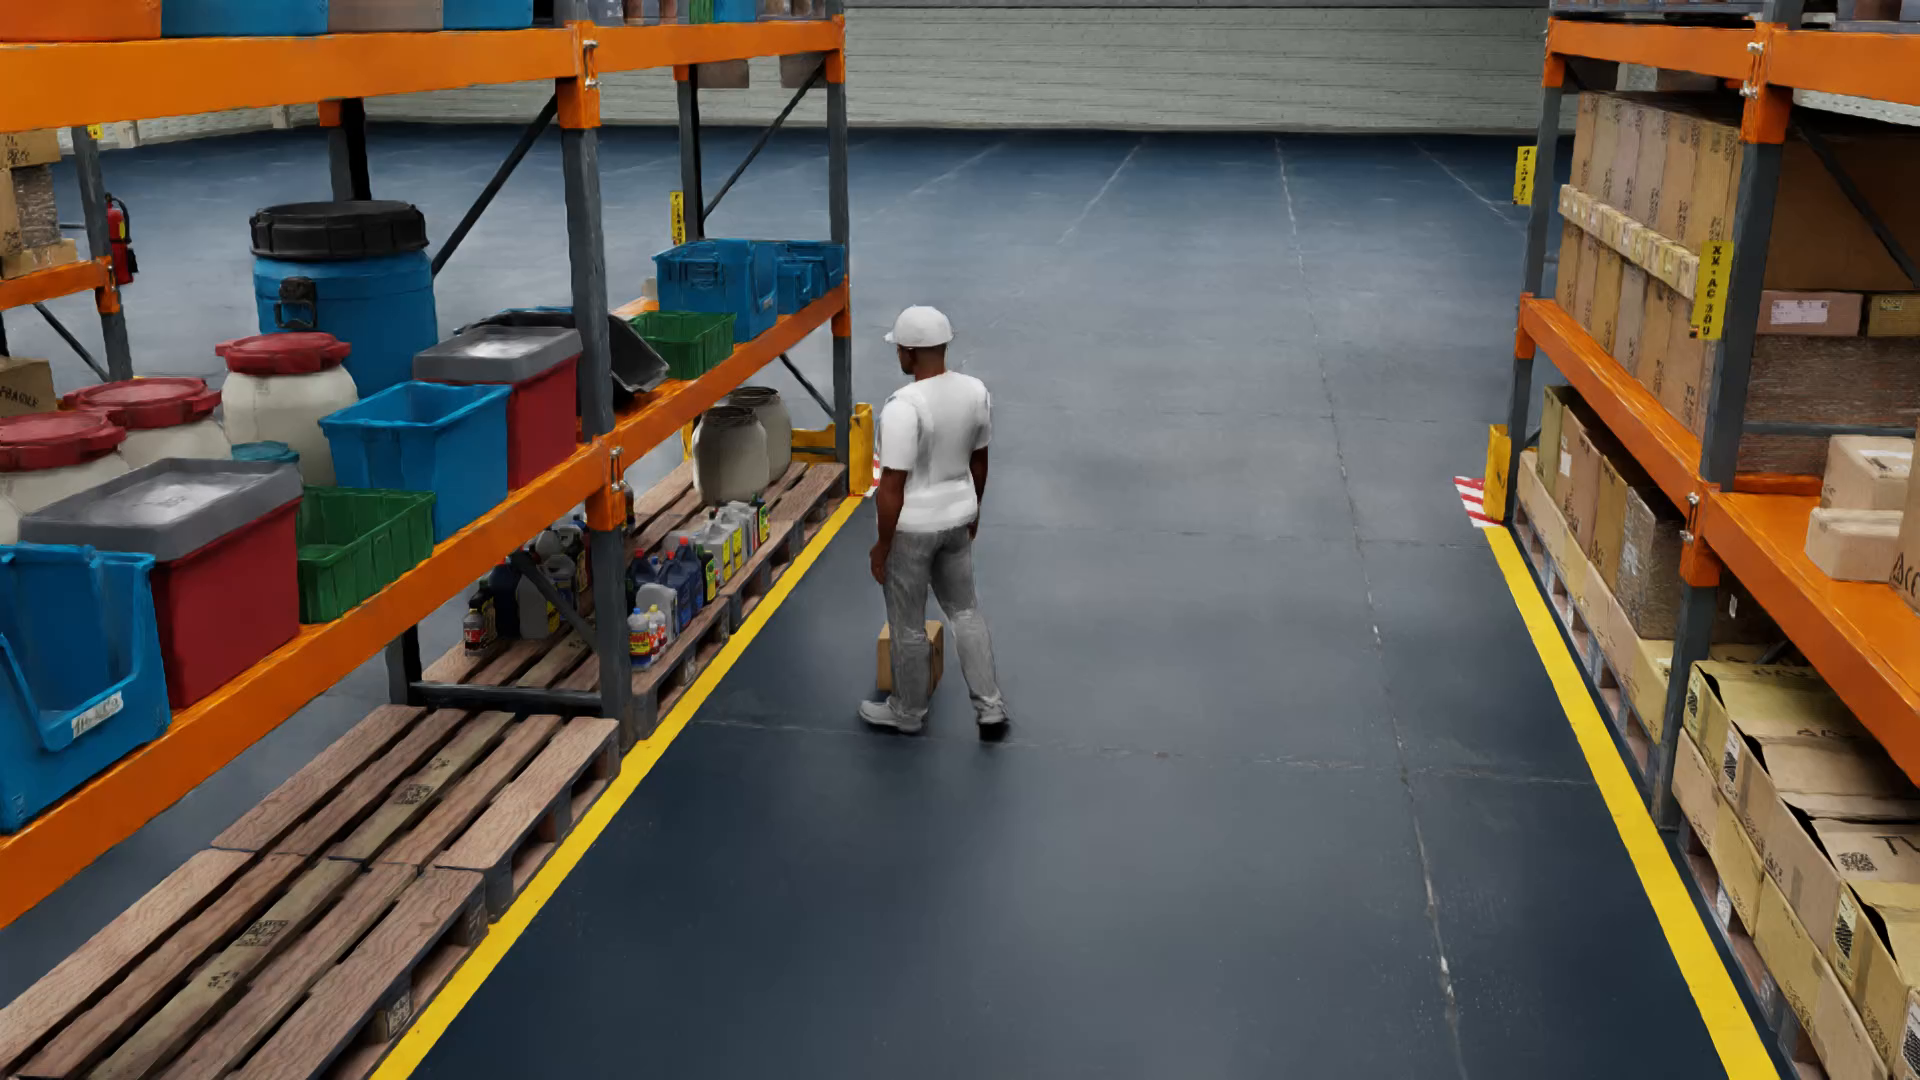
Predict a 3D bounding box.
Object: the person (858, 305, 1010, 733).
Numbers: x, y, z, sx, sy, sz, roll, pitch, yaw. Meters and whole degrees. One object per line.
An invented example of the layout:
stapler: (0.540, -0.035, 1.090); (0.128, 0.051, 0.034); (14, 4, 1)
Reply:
person: (-0.117, -0.060, 6.681); (0.612, 1.774, 0.596); (-16, 24, -41)
